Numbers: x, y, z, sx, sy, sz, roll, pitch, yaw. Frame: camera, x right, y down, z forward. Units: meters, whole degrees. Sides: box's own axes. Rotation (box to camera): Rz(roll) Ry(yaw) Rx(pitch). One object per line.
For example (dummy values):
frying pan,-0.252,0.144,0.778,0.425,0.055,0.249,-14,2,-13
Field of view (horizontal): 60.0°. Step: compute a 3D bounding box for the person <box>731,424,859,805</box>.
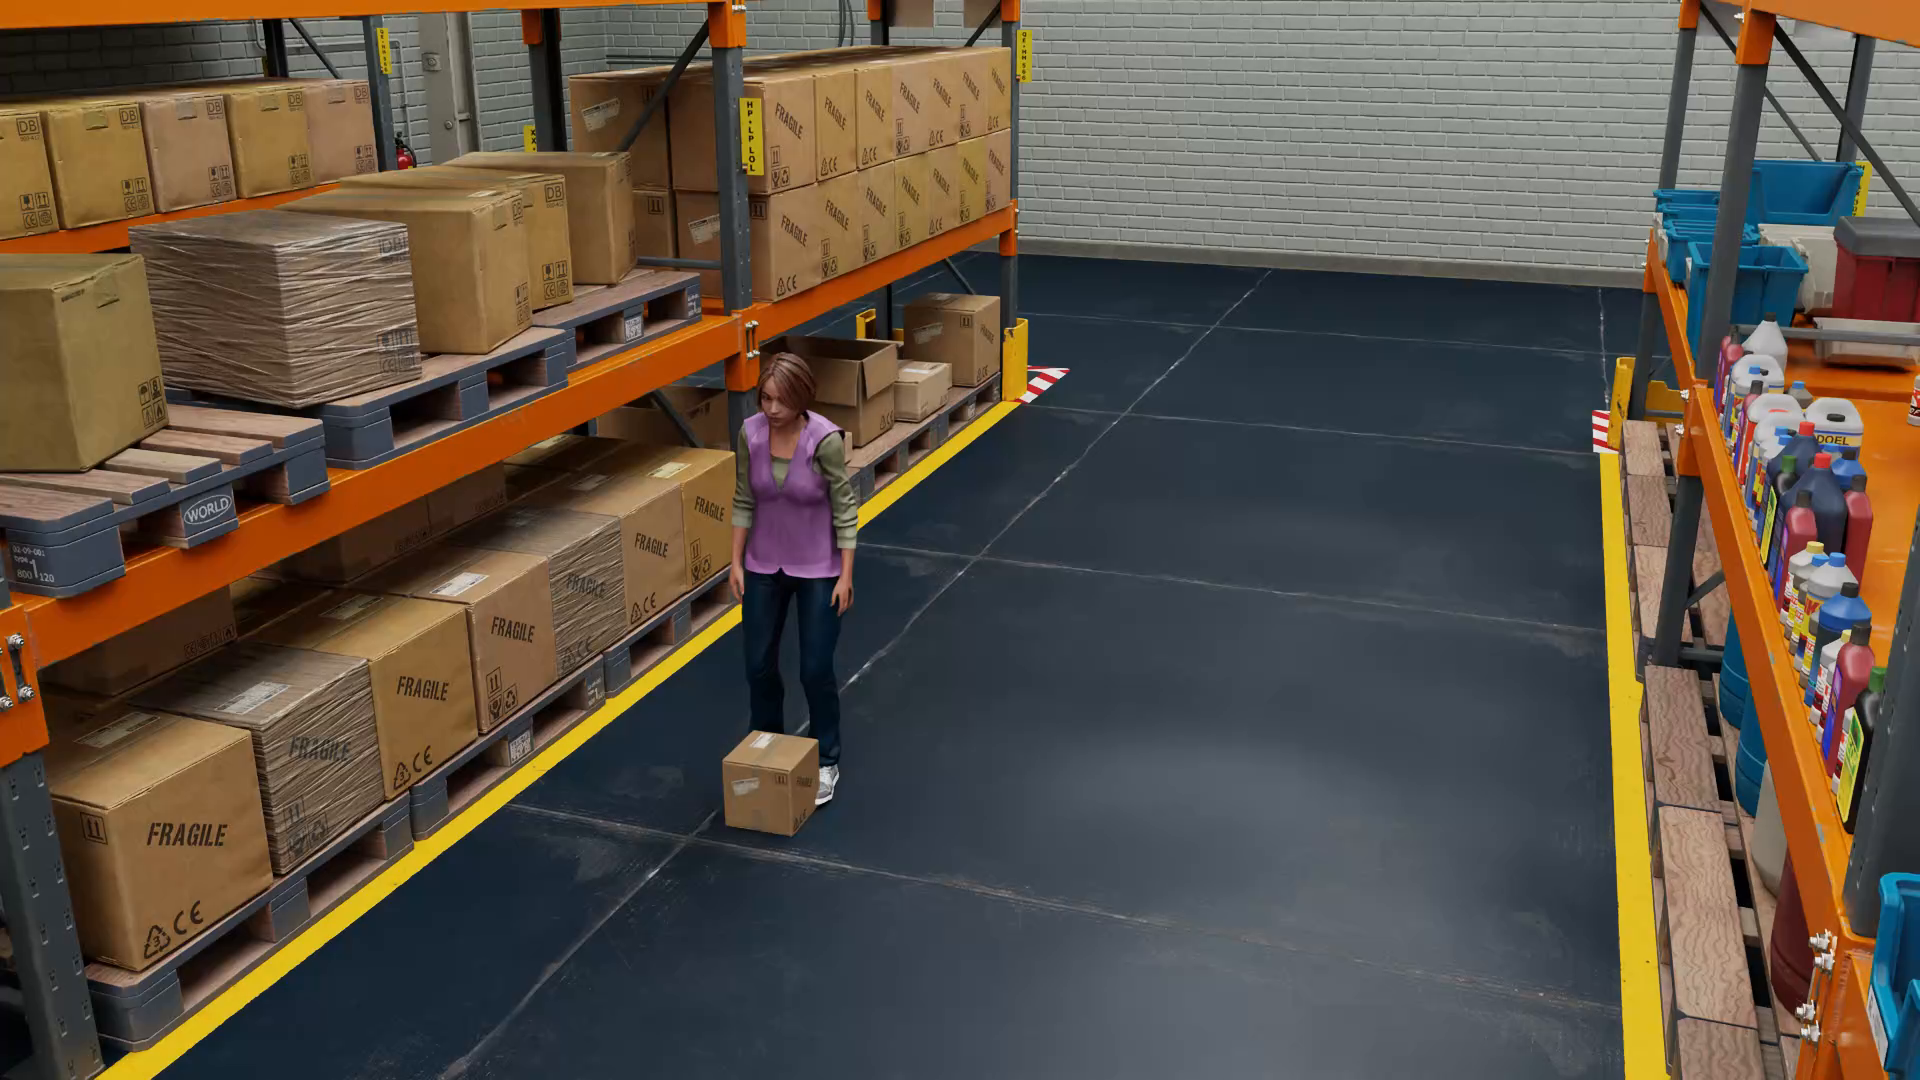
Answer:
person,-0.580,0.241,5.749,0.470,1.351,0.328,6,20,16
